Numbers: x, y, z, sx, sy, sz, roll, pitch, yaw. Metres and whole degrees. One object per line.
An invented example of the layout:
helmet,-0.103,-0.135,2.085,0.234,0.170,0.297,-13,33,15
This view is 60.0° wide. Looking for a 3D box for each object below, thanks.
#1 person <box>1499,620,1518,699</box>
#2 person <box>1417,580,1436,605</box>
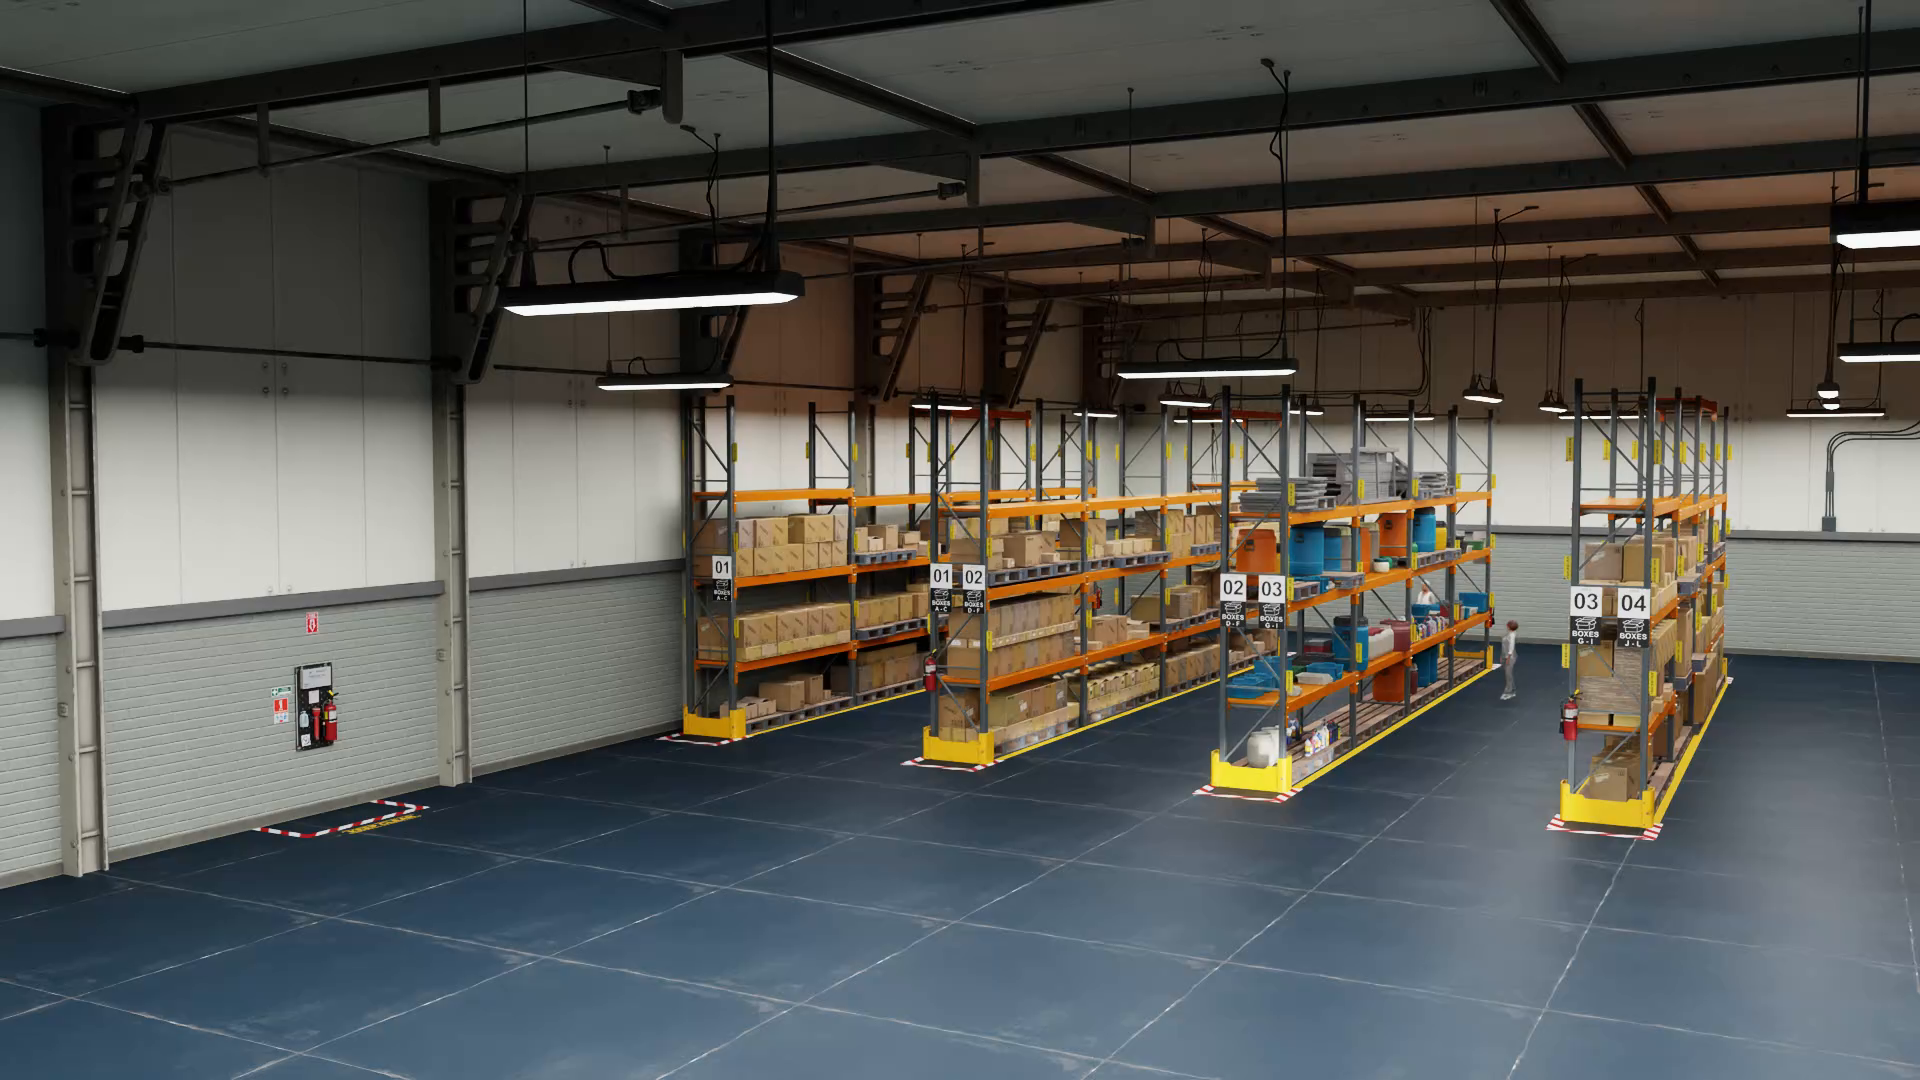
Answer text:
person,11.168,2.439,33.896,0.479,1.627,0.430,0,3,-8
person,11.676,1.914,41.806,0.559,1.802,0.534,2,3,29
